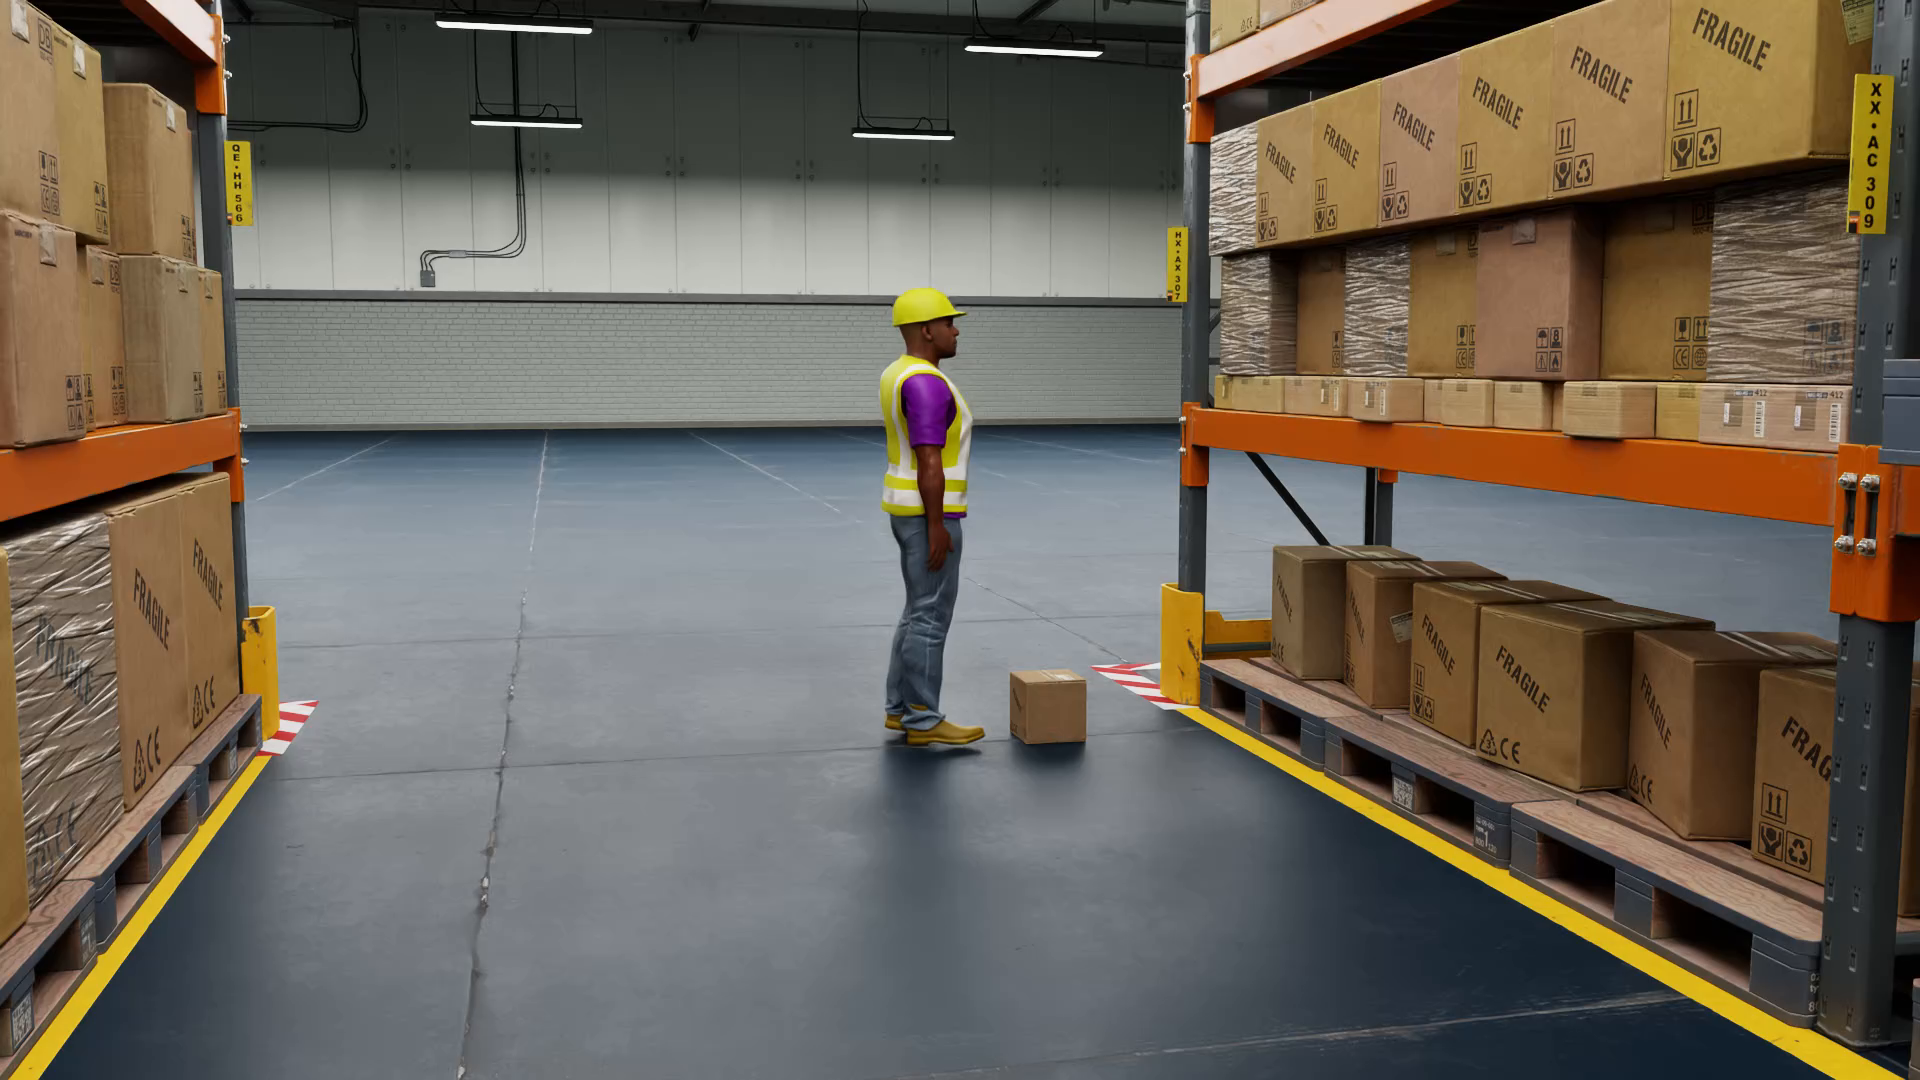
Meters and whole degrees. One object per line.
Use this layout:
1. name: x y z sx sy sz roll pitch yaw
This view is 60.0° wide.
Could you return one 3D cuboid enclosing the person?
1. person: -0.108 -0.081 6.508 0.377 1.795 0.579 -1 6 -13
